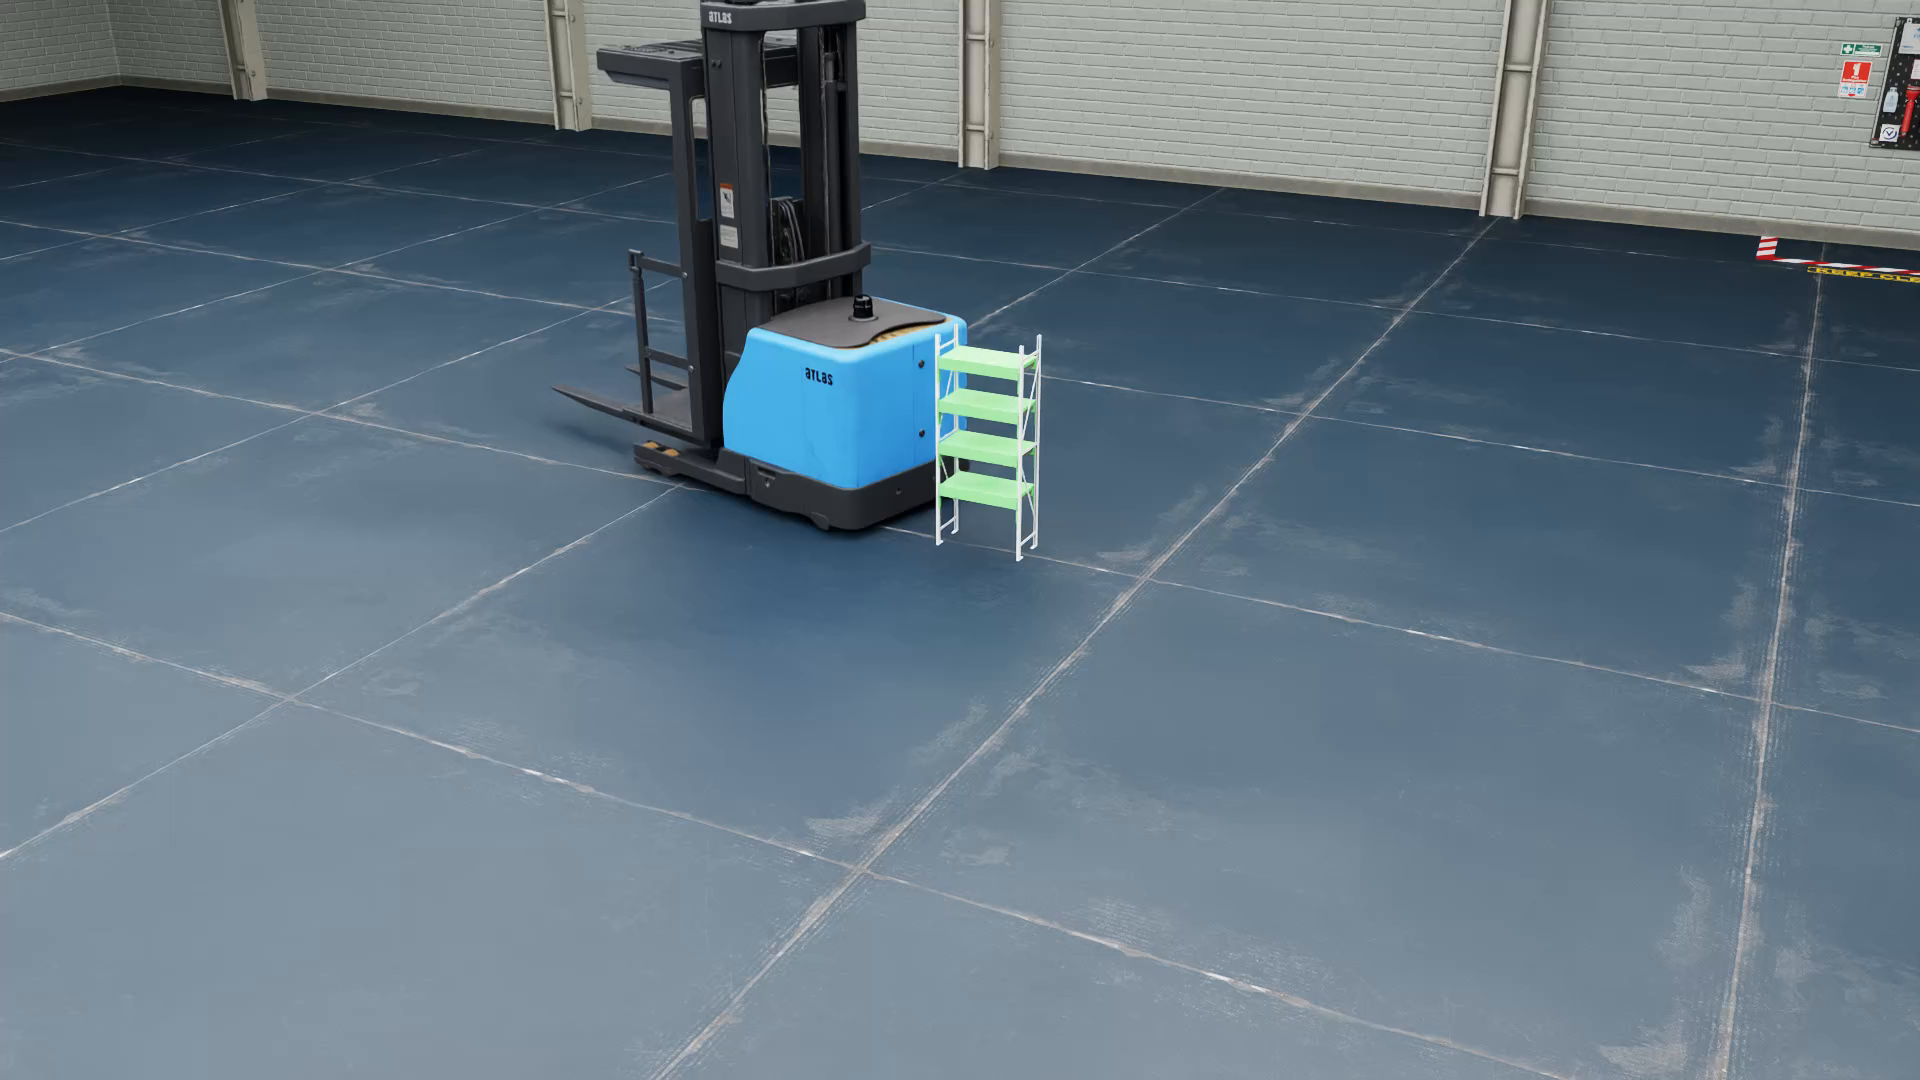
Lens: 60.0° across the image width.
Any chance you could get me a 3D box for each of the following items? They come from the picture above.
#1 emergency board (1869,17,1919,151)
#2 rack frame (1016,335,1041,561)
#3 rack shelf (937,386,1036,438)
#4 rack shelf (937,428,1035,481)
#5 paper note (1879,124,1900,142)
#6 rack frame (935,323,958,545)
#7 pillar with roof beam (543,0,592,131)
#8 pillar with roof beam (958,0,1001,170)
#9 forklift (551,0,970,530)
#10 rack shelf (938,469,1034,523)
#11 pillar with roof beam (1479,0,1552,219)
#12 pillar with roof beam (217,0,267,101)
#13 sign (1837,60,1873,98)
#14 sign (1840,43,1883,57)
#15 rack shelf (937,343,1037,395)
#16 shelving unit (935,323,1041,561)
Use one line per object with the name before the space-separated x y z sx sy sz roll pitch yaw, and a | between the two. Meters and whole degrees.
emergency board | 8.745 -4.124 15.113 0.643 1.169 0.194 11 25 25
rack frame | 0.365 -0.480 8.845 0.015 1.200 0.240 11 25 25
rack shelf | 0.148 -0.685 8.878 0.480 0.148 0.258 11 25 25
rack shelf | 0.148 -0.464 8.971 0.480 0.148 0.258 11 25 25
paper note | 8.618 -3.774 15.416 0.142 0.148 0.016 11 25 25
rack frame | -0.070 -0.566 9.048 0.015 1.200 0.240 11 25 25
pillar with roof beam | -7.073 -8.109 16.820 0.400 9.000 9.100 11 25 25
pillar with roof beam | -1.718 -7.050 14.329 0.400 9.000 9.100 11 25 25
forklift | -1.376 -1.870 9.901 3.031 2.935 1.130 19 30 38
rack shelf | 0.148 -0.243 9.065 0.480 0.148 0.258 11 25 25
pillar with roof beam | 3.636 -5.991 11.838 0.400 9.000 9.100 11 25 25
pillar with roof beam | -12.427 -9.169 19.312 0.400 9.000 9.100 11 25 25
sign | 8.298 -4.274 15.421 0.234 0.329 0.001 11 25 25
sign | 8.298 -4.514 15.308 0.331 0.109 0.001 11 25 25
rack shelf | 0.148 -0.906 8.784 0.480 0.148 0.258 11 25 25
shelving unit | 0.148 -0.523 8.946 0.503 1.200 0.258 11 25 25
